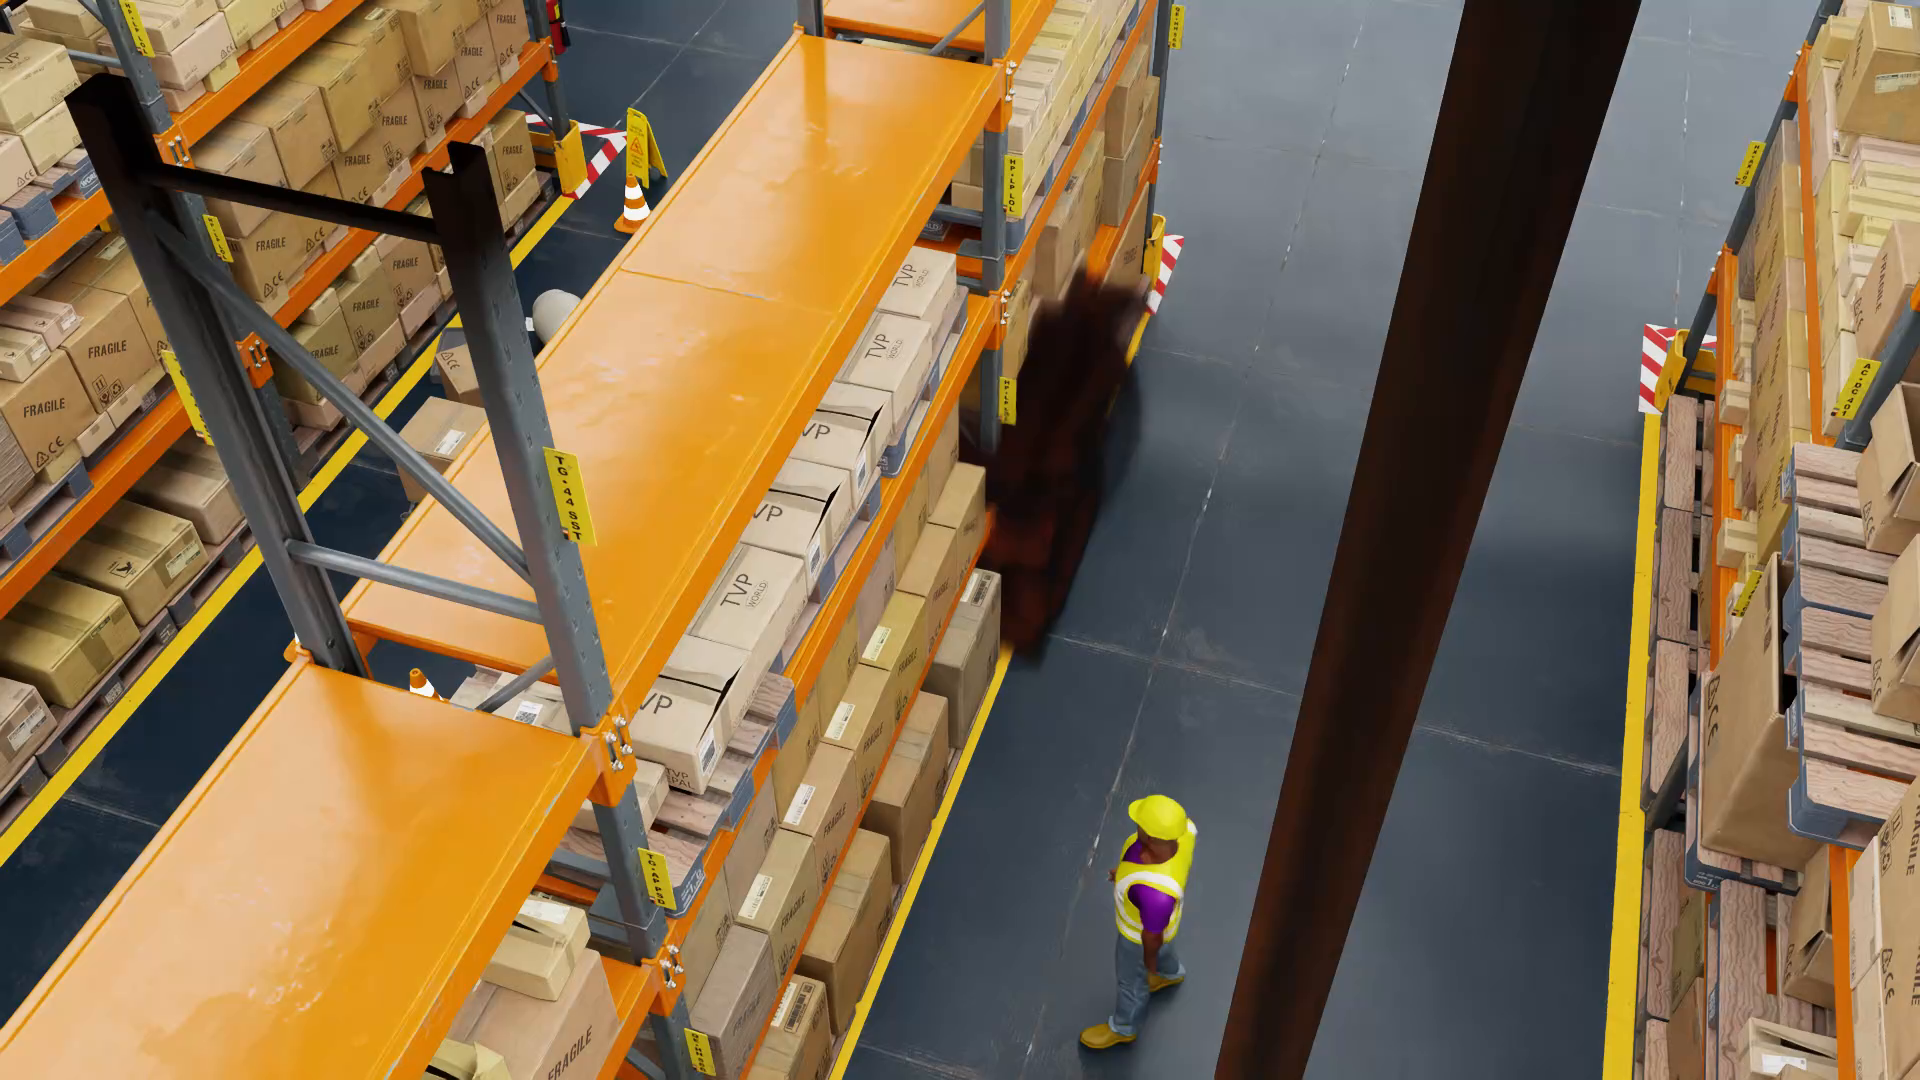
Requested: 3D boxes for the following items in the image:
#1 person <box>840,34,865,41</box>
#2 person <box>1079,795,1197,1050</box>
[{"bbox_3d":[-1.100,-5.238,15.076,0.447,1.677,0.562,6,46,5],"label":"person"},{"bbox_3d":[0.906,1.831,8.095,0.473,1.775,0.588,12,47,11],"label":"person"}]
